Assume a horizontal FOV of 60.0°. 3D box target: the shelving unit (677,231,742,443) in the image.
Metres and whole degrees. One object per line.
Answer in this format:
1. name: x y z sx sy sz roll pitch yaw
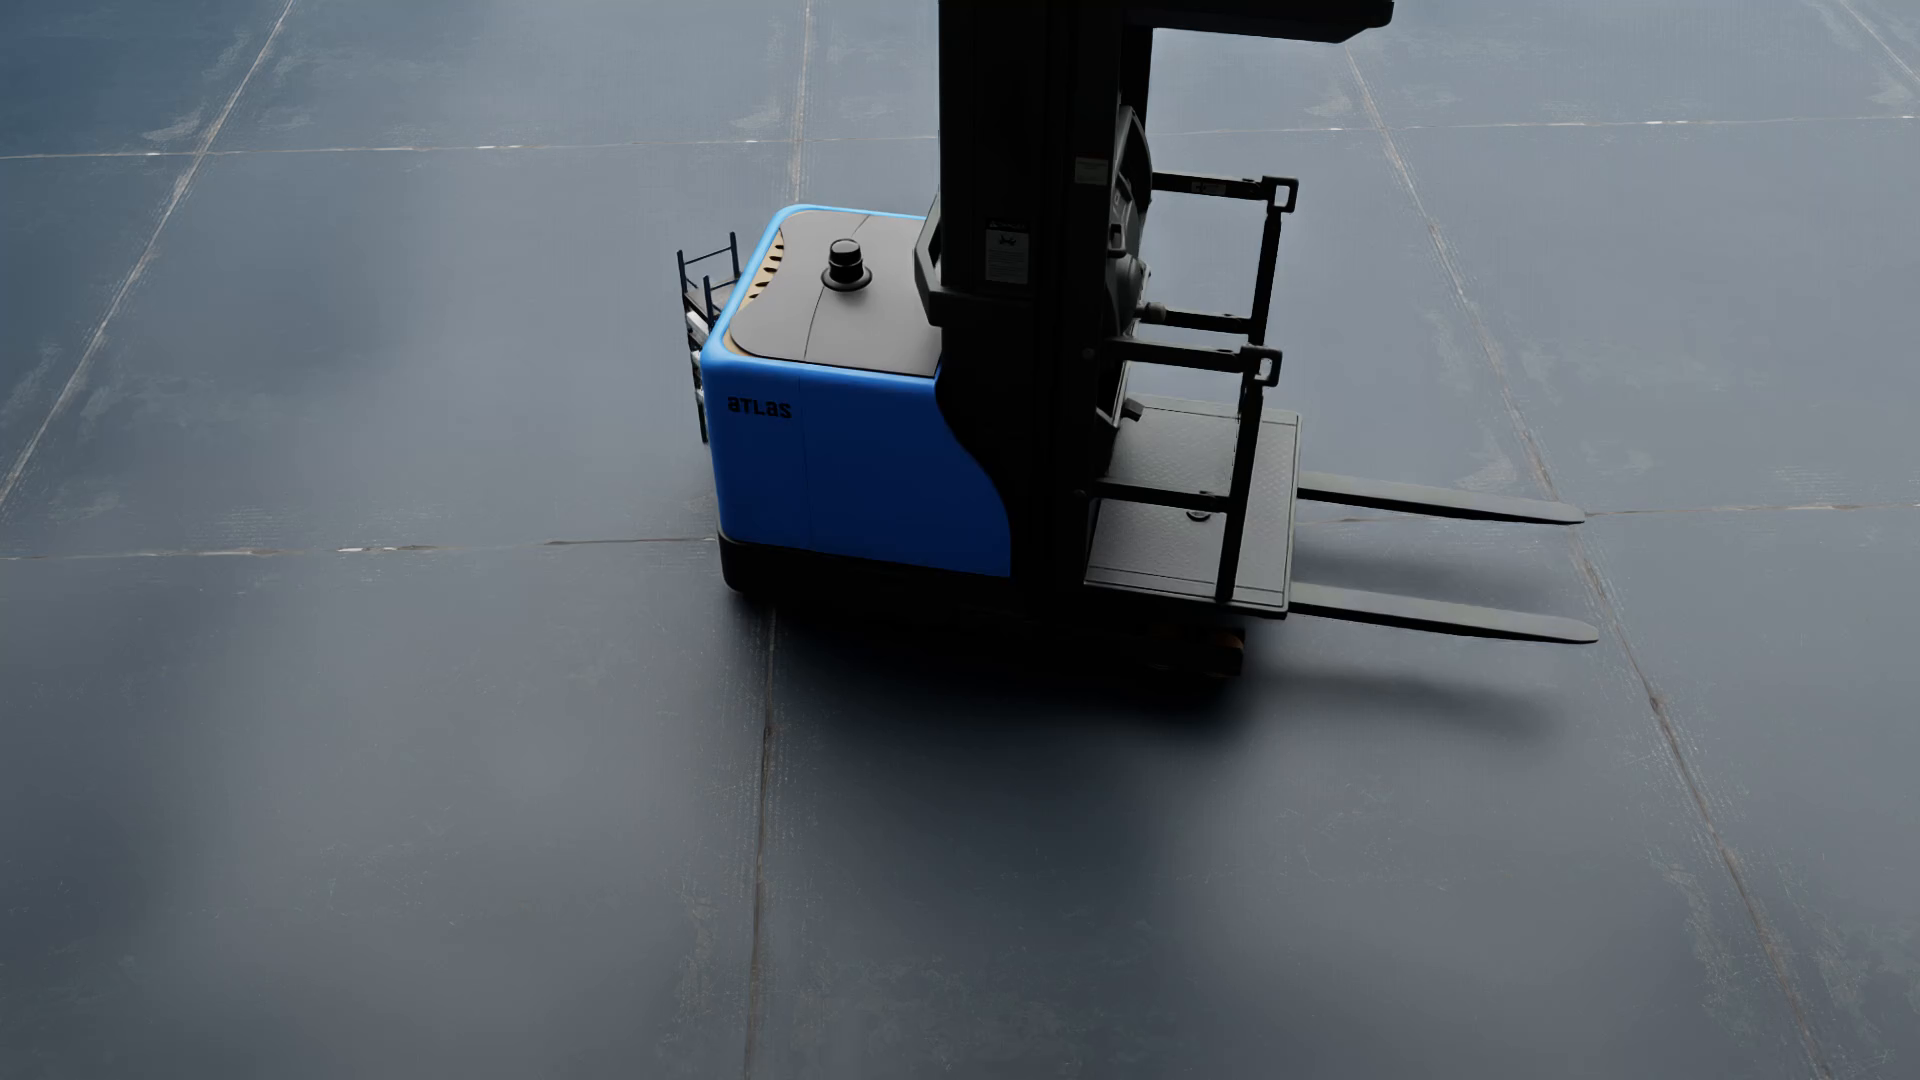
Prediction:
1. shelving unit: -0.876 -0.710 6.358 0.258 0.900 0.210 -25 48 -25

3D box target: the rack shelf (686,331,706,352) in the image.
1. rack shelf: -0.876 -0.752 6.320 0.258 0.077 0.200 -25 48 -25

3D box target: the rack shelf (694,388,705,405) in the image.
1. rack shelf: -0.876 -0.553 6.503 0.258 0.077 0.200 -25 48 -25

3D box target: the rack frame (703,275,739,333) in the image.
1. rack frame: -0.819 -0.653 6.297 0.240 0.900 0.006 -25 48 -25

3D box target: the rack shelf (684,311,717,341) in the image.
1. rack shelf: -0.876 -0.818 6.259 0.258 0.077 0.200 -25 48 -25

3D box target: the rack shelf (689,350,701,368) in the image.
1. rack shelf: -0.876 -0.685 6.381 0.258 0.077 0.200 -25 48 -25

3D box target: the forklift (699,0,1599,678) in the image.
1. forklift: 0.714 -0.999 5.171 3.031 2.935 1.130 8 43 8

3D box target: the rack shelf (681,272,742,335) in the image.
1. rack shelf: -0.876 -0.884 6.199 0.258 0.077 0.200 -25 48 -25

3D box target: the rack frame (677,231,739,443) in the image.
1. rack frame: -0.934 -0.767 6.420 0.240 0.900 0.006 -25 48 -25

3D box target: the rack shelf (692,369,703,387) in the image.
1. rack shelf: -0.876 -0.619 6.442 0.258 0.077 0.200 -25 48 -25
